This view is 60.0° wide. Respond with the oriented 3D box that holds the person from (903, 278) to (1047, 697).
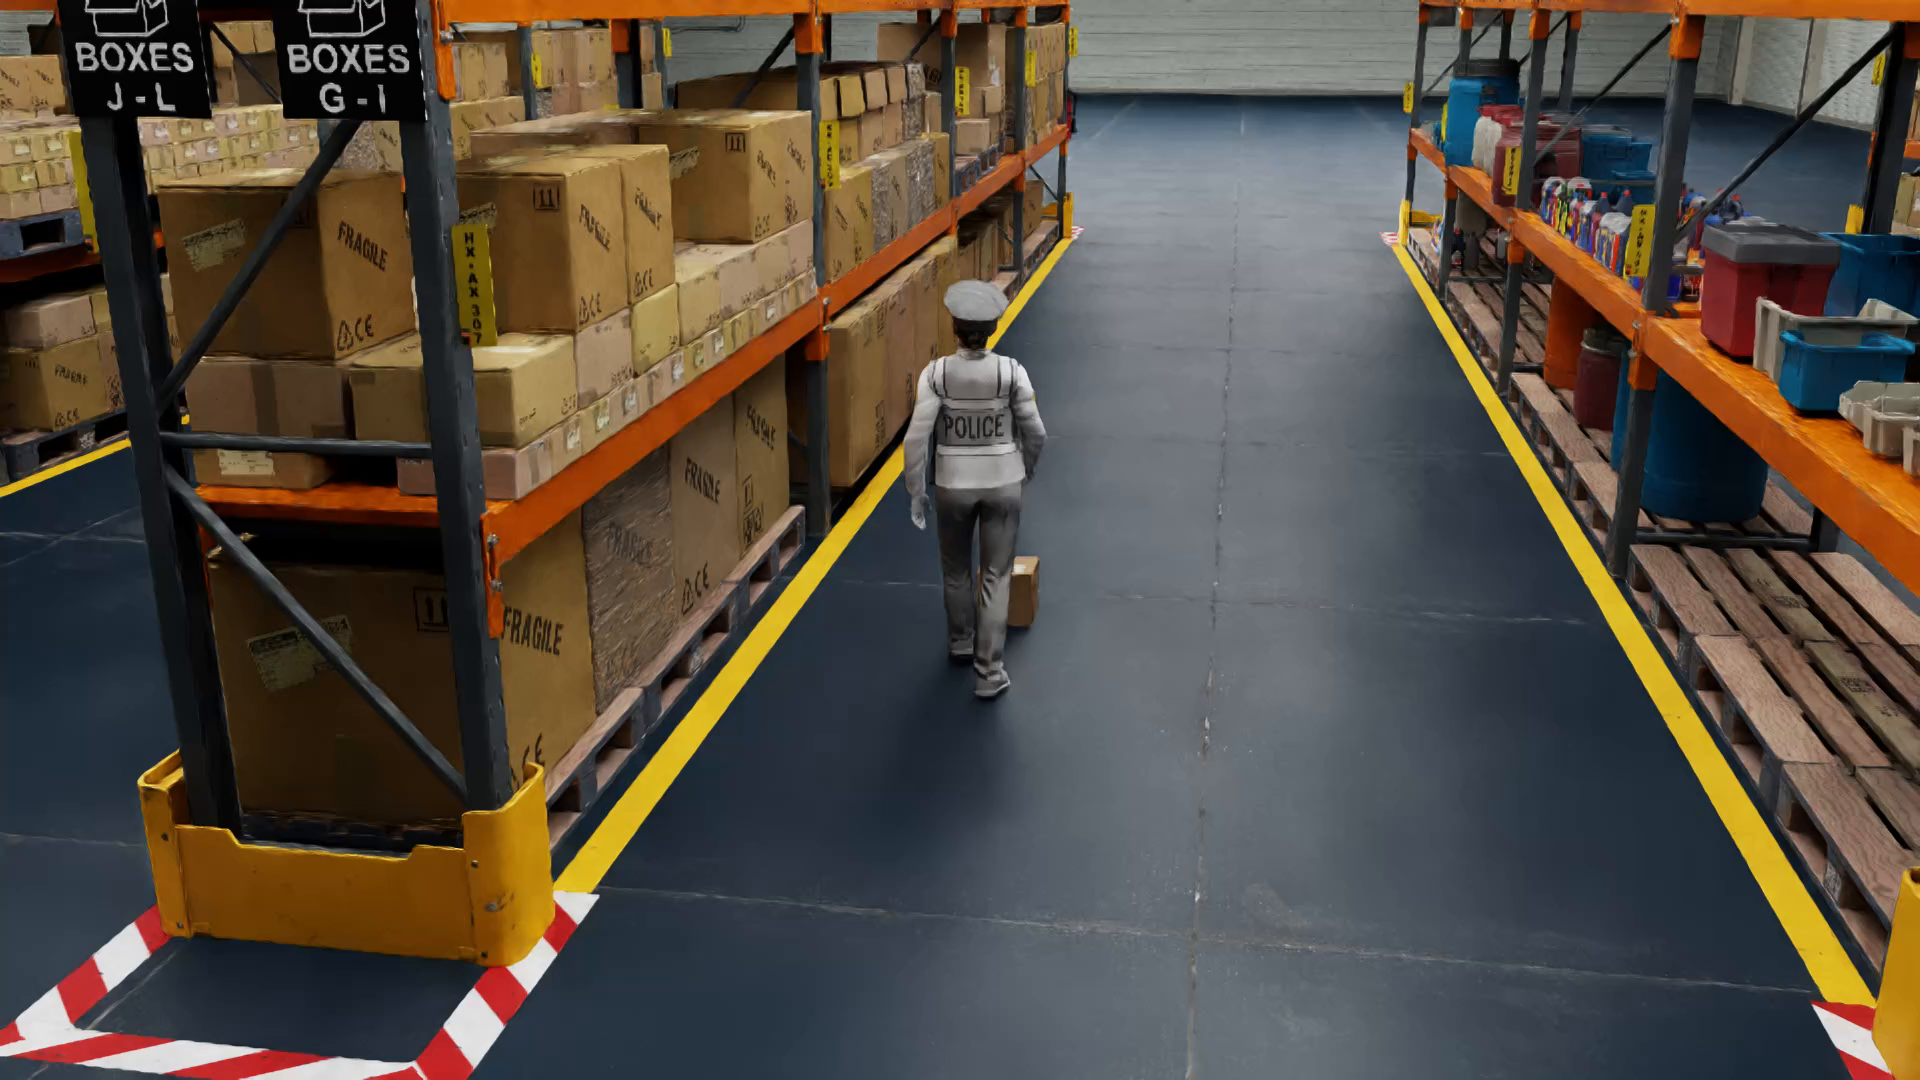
[{"bbox_3d":[0.050,-0.230,6.786,0.516,1.712,0.688,1,18,4],"label":"person"}]
